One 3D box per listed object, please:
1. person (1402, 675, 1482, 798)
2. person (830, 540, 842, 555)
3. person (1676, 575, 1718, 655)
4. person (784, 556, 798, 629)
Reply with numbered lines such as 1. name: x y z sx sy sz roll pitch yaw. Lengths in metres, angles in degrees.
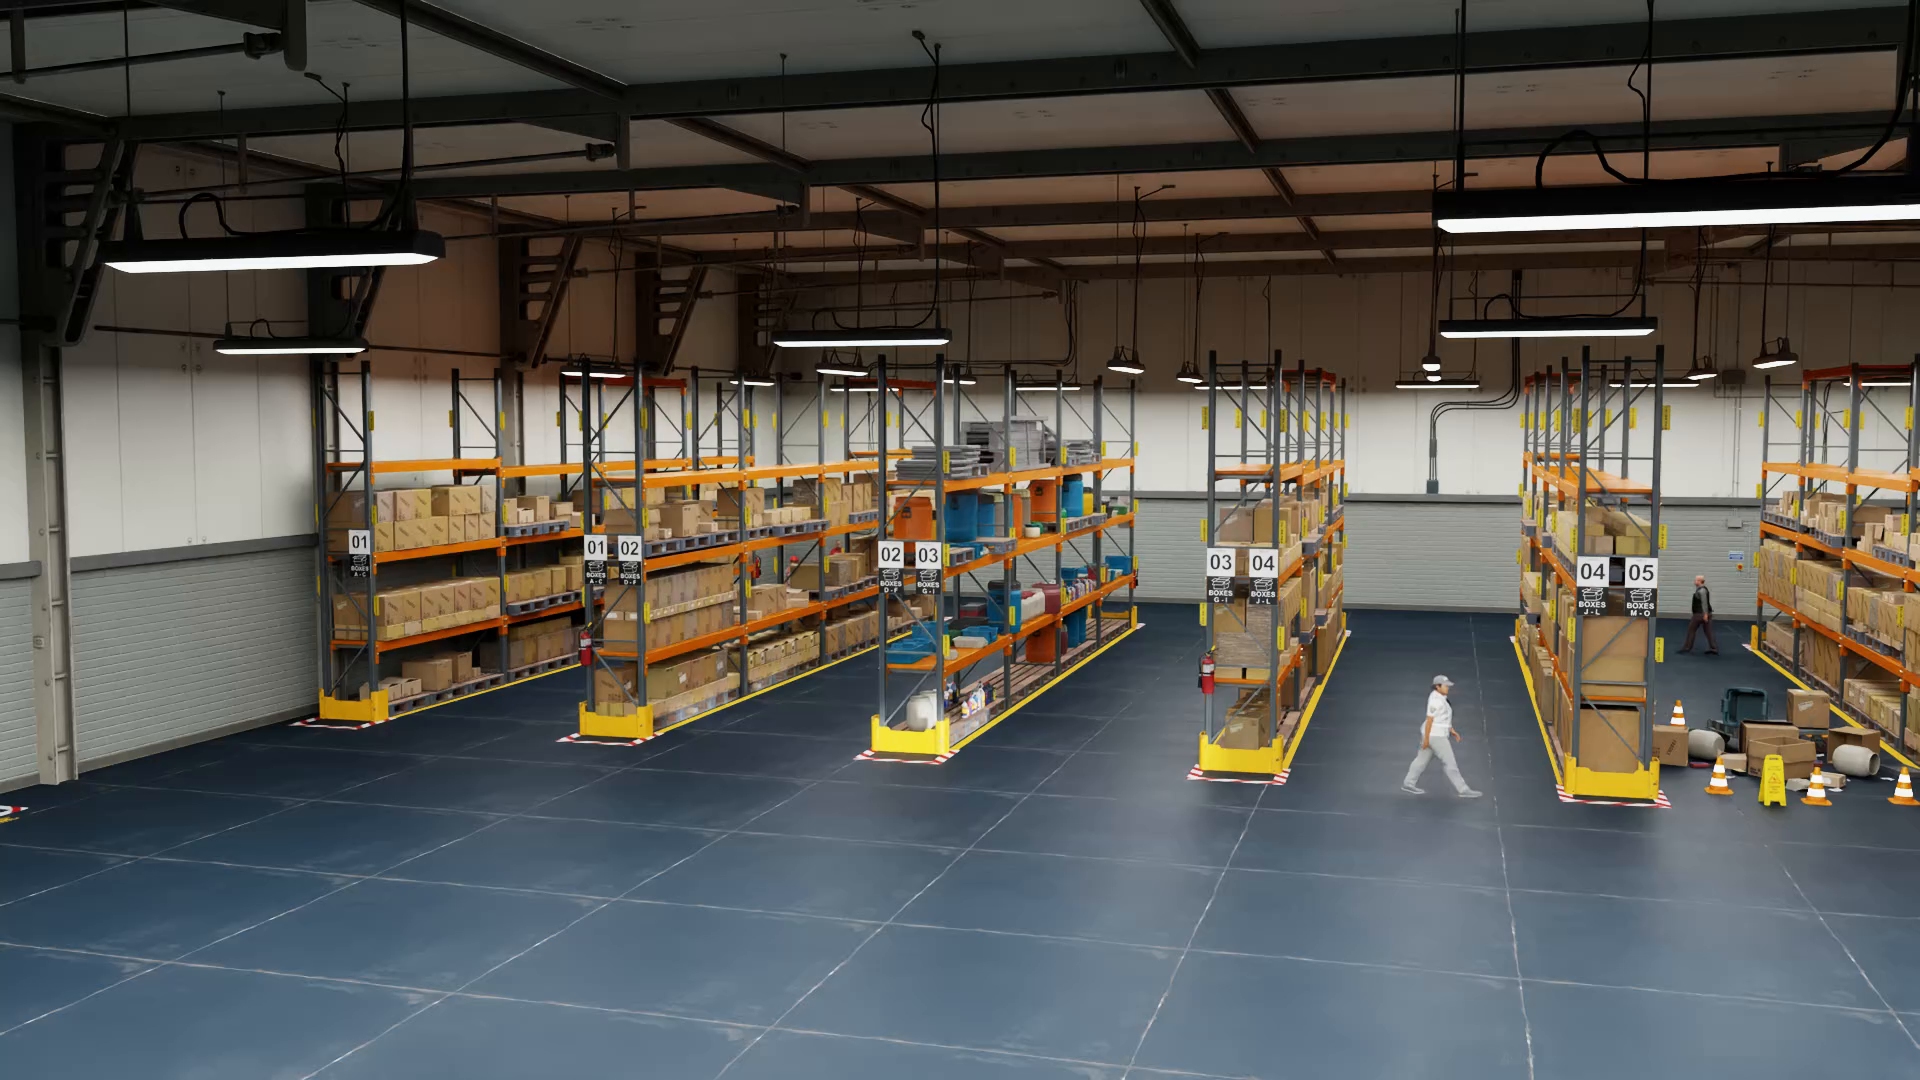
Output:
1. person: 6.409 2.599 22.101 1.003 1.603 0.497 1 4 10
2. person: -3.408 0.821 46.525 0.537 1.687 0.859 -3 5 -33
3. person: 15.889 1.604 35.661 0.508 1.701 0.857 -3 5 -34
4. person: -4.039 1.247 40.148 0.540 1.725 1.067 1 4 18
